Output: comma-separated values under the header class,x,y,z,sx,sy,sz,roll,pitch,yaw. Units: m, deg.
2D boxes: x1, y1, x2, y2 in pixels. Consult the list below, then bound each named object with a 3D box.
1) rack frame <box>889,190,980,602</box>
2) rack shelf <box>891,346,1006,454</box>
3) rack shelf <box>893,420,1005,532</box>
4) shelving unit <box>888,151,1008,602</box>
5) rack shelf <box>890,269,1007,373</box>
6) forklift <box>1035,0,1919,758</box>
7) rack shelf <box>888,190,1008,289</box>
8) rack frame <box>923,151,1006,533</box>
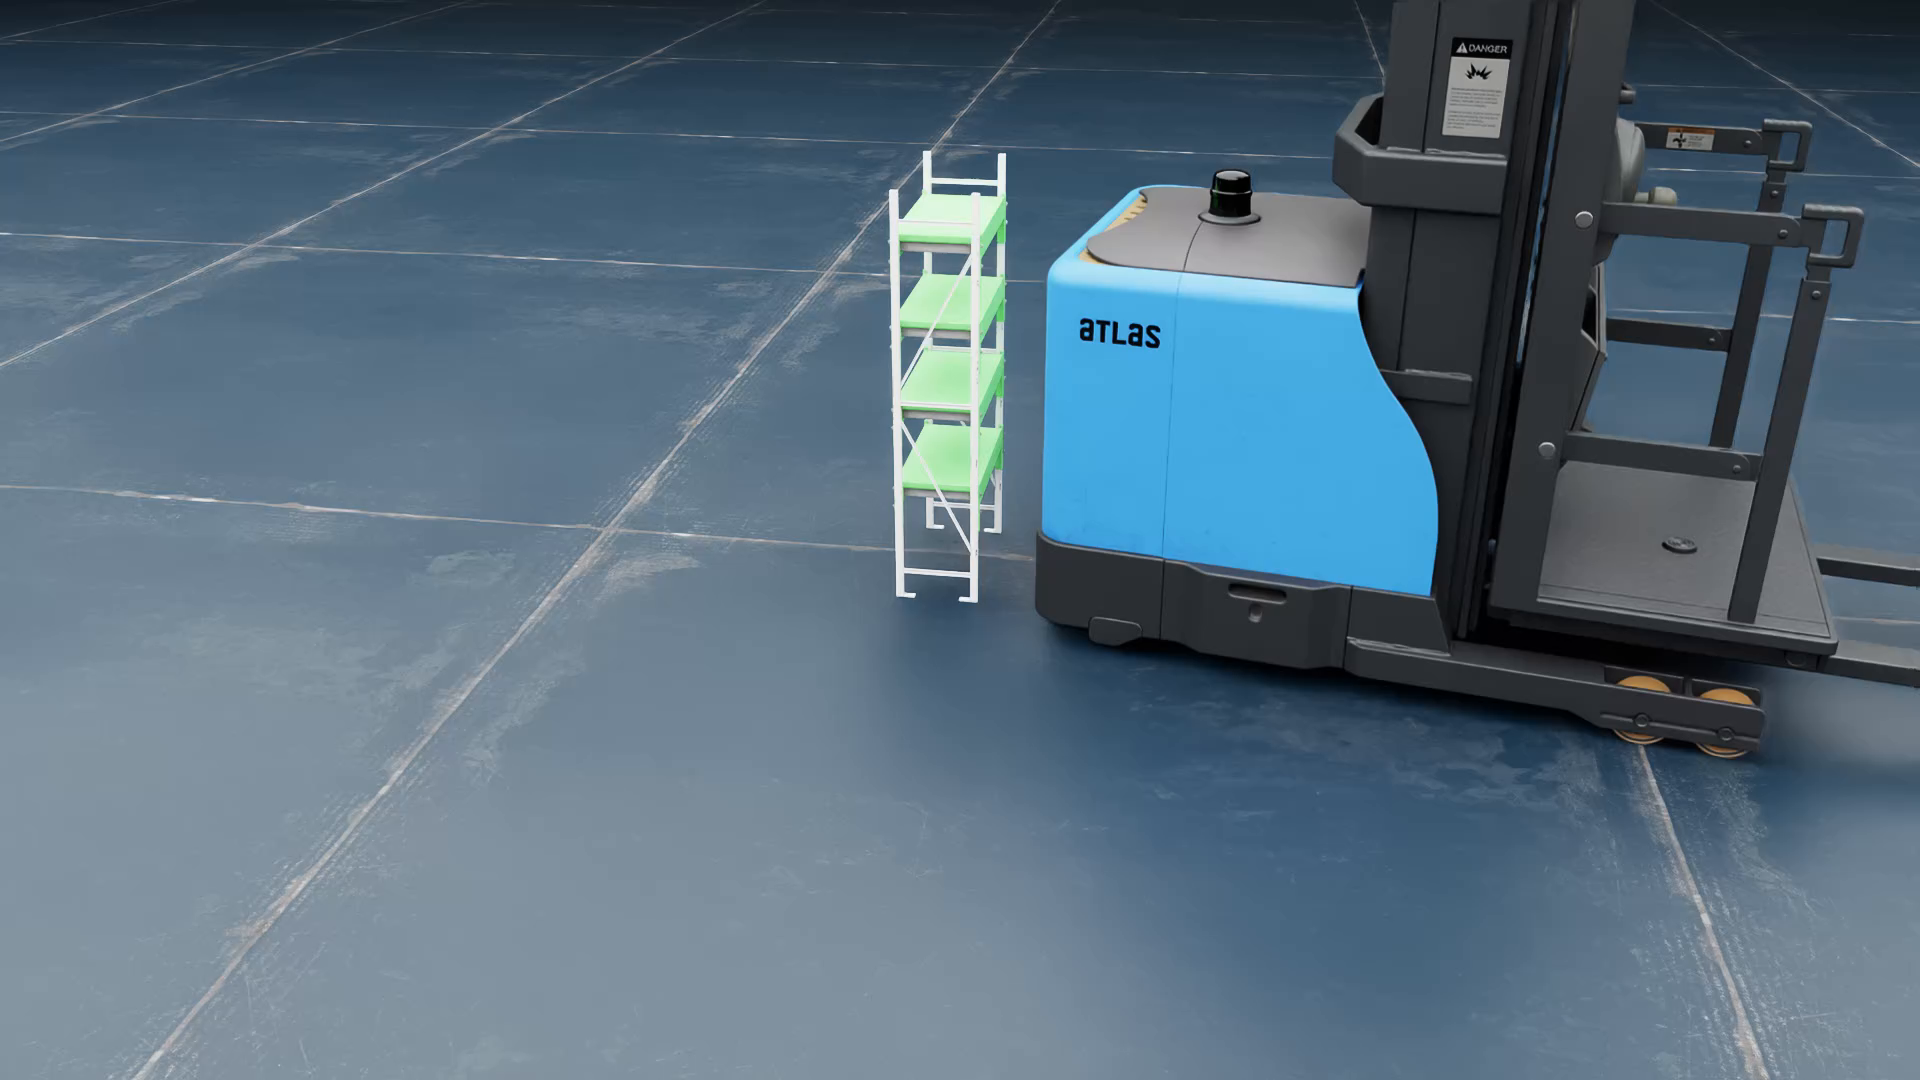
class,x,y,z,sx,sy,sz,roll,pitch,yaw
rack frame,-0.067,-0.372,4.630,0.240,1.200,0.015,4,25,9
rack shelf,-0.027,-0.416,4.875,0.258,0.148,0.480,4,25,9
rack shelf,-0.027,-0.199,4.977,0.258,0.148,0.480,4,25,9
shelving unit,-0.027,-0.474,4.848,0.258,1.200,0.503,4,25,9
rack shelf,-0.027,-0.634,4.773,0.258,0.148,0.480,4,25,9
forklift,1.785,-1.044,4.023,3.031,2.935,1.130,8,26,17
rack shelf,-0.027,-0.851,4.671,0.258,0.148,0.480,4,25,9
rack frame,0.013,-0.576,5.066,0.240,1.200,0.015,4,25,9
